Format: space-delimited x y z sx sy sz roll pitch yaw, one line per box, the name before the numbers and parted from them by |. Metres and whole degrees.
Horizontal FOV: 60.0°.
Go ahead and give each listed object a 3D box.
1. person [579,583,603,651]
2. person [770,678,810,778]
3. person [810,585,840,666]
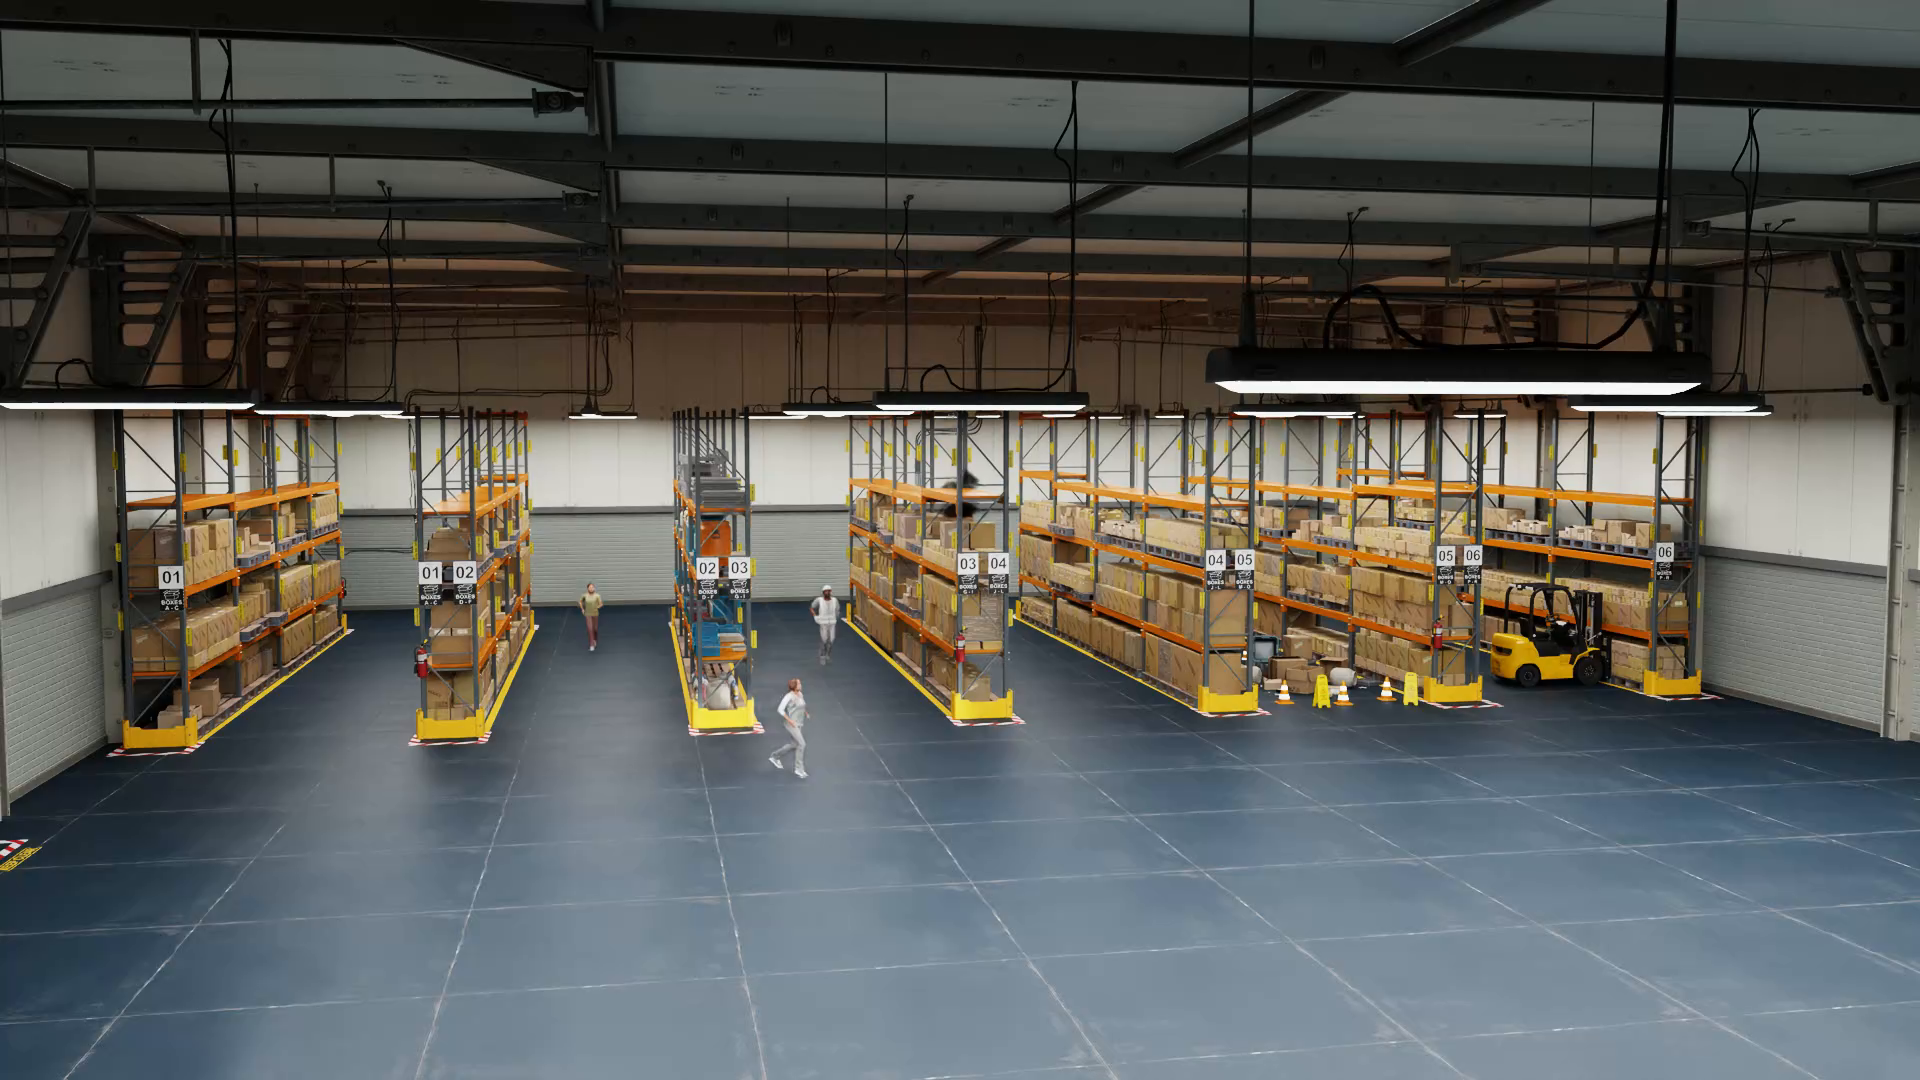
person | -9.285 1.917 41.870 0.582 1.672 0.805 -1 4 -16
person | -2.743 3.023 26.875 0.717 1.628 0.564 1 4 20
person | -3.014 1.952 37.829 0.664 1.841 0.651 -2 4 -23
